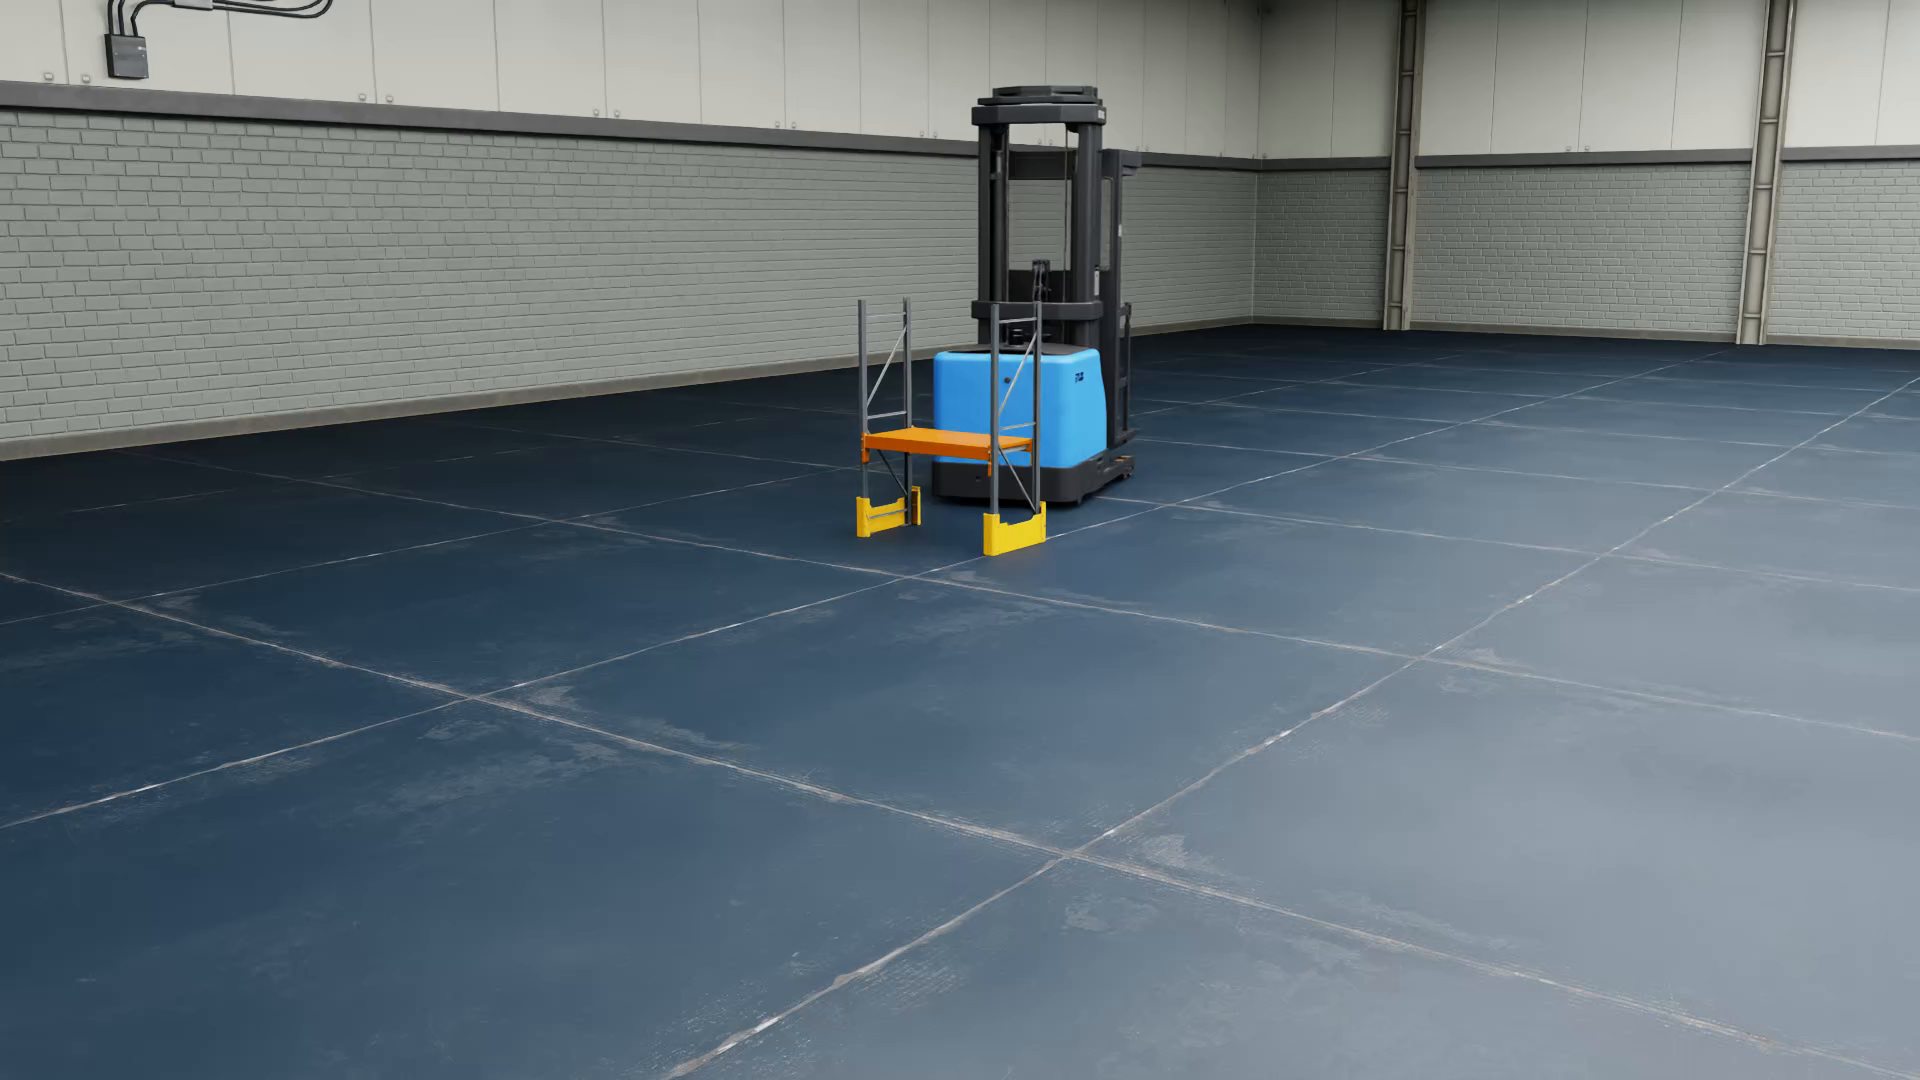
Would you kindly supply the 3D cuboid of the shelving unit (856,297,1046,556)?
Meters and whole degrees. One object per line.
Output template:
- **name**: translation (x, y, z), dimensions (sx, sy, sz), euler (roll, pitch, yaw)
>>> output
- **shelving unit**: translation (-0.061, -0.745, 10.432), dimensions (1.083, 1.500, 0.587), euler (8, 13, 36)

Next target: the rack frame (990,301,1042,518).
- **rack frame**: translation (0.341, -0.689, 10.141), dimensions (0.032, 1.500, 0.500), euler (8, 13, 36)

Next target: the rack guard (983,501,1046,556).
- **rack guard**: translation (0.340, -0.075, 10.261), dimensions (0.087, 0.250, 0.587), euler (8, 13, 36)

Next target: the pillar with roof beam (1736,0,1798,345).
- **pillar with roof beam**: translation (10.289, -6.943, 22.729), dimensions (0.400, 9.000, 9.100), euler (8, 13, 36)

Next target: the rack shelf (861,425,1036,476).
- **rack shelf**: translation (-0.069, -0.569, 10.471), dimensions (1.000, 0.185, 0.538), euler (8, 13, 36)

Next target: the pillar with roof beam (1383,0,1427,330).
- **pillar with roof beam**: translation (5.453, -7.618, 26.216), dimensions (0.400, 9.000, 9.100), euler (8, 13, 36)

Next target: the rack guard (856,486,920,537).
- **rack guard**: translation (-0.463, -0.187, 10.840), dimensions (0.087, 0.250, 0.587), euler (8, 13, 36)

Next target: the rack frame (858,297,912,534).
- **rack frame**: translation (-0.478, -0.803, 10.732), dimensions (0.032, 1.500, 0.500), euler (8, 13, 36)

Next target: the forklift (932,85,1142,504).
- **forklift**: translation (0.751, -1.928, 12.778), dimensions (1.130, 2.935, 3.031), euler (4, 12, 18)

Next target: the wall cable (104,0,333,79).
- **wall cable**: translation (-6.604, -7.110, 14.634), dimensions (0.169, 6.003, 2.305), euler (8, 13, 36)
